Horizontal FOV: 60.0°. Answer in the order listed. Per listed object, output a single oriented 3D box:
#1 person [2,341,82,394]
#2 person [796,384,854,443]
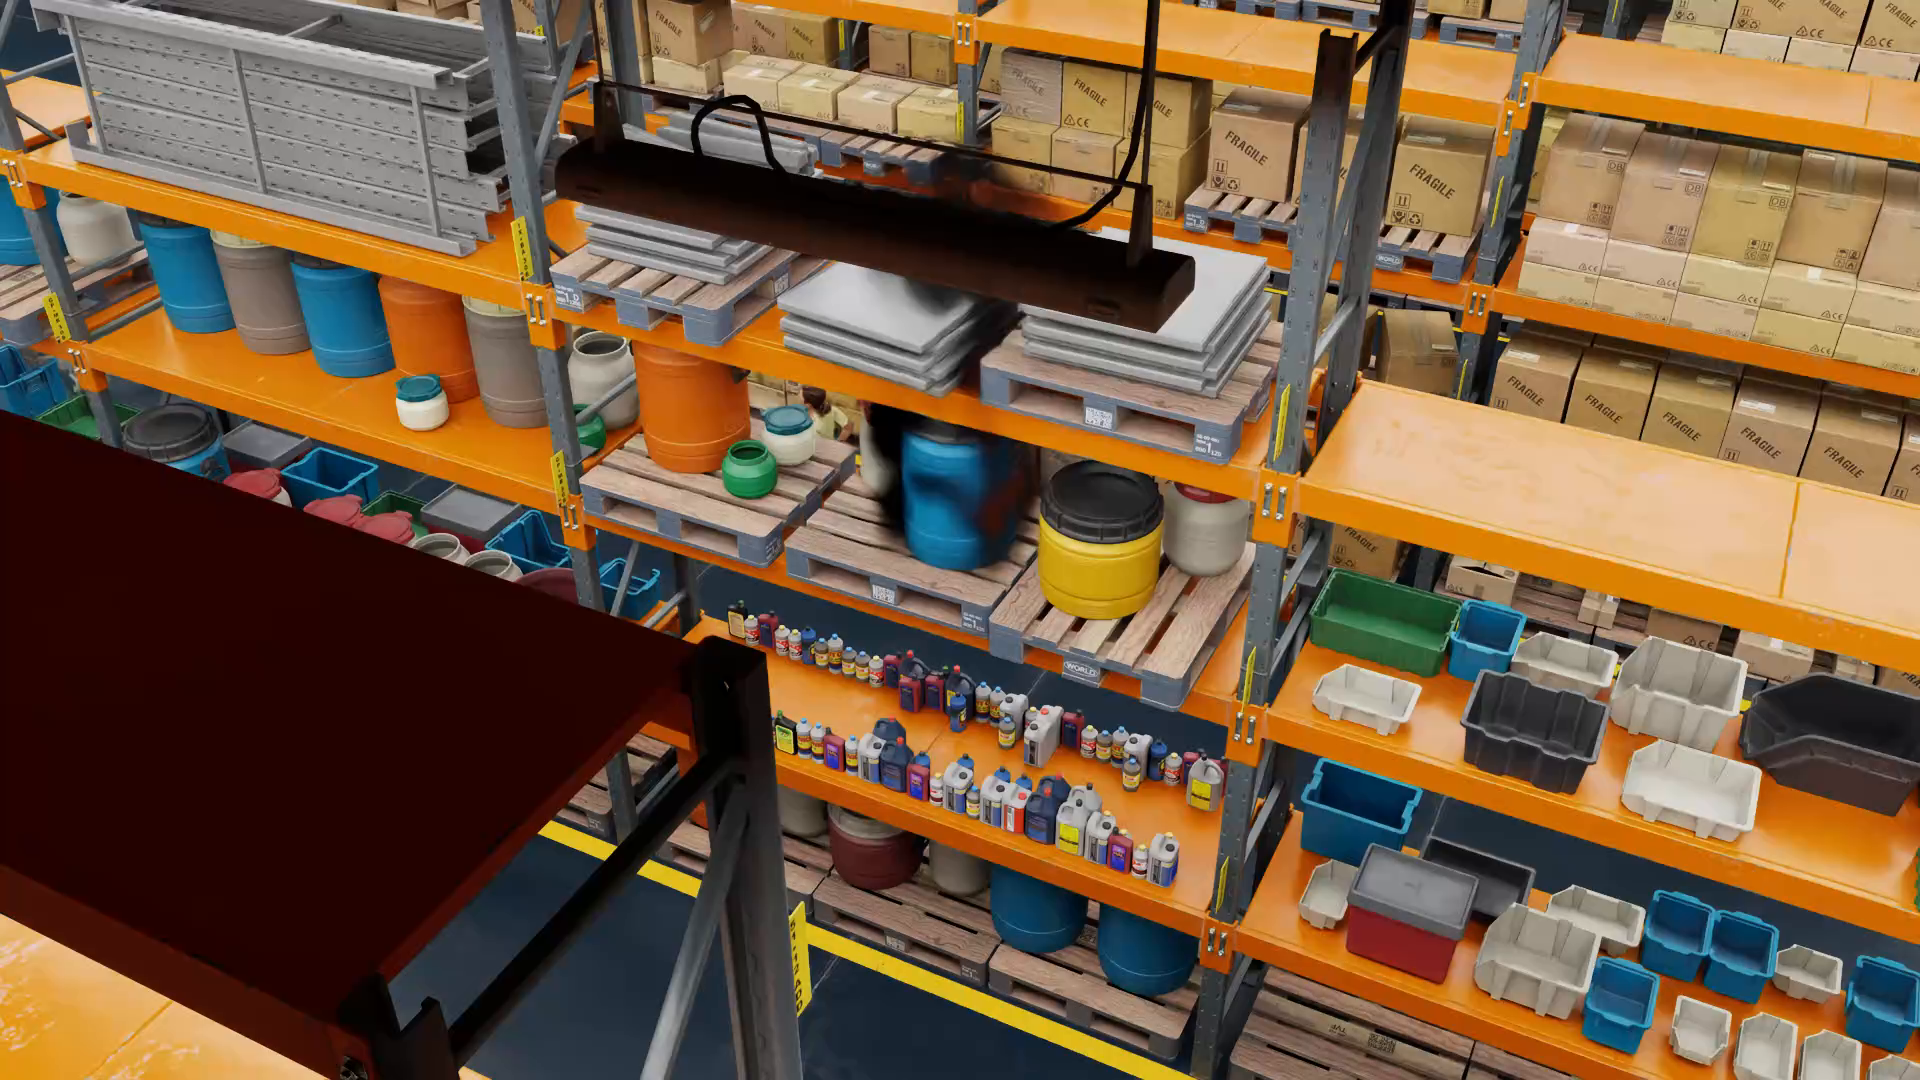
[{"bbox_3d":[-8.530,-1.970,15.203,0.754,1.725,0.658,-19,39,-25],"label":"person"},{"bbox_3d":[-1.072,-0.495,13.115,0.859,1.641,0.578,9,36,12],"label":"person"}]
